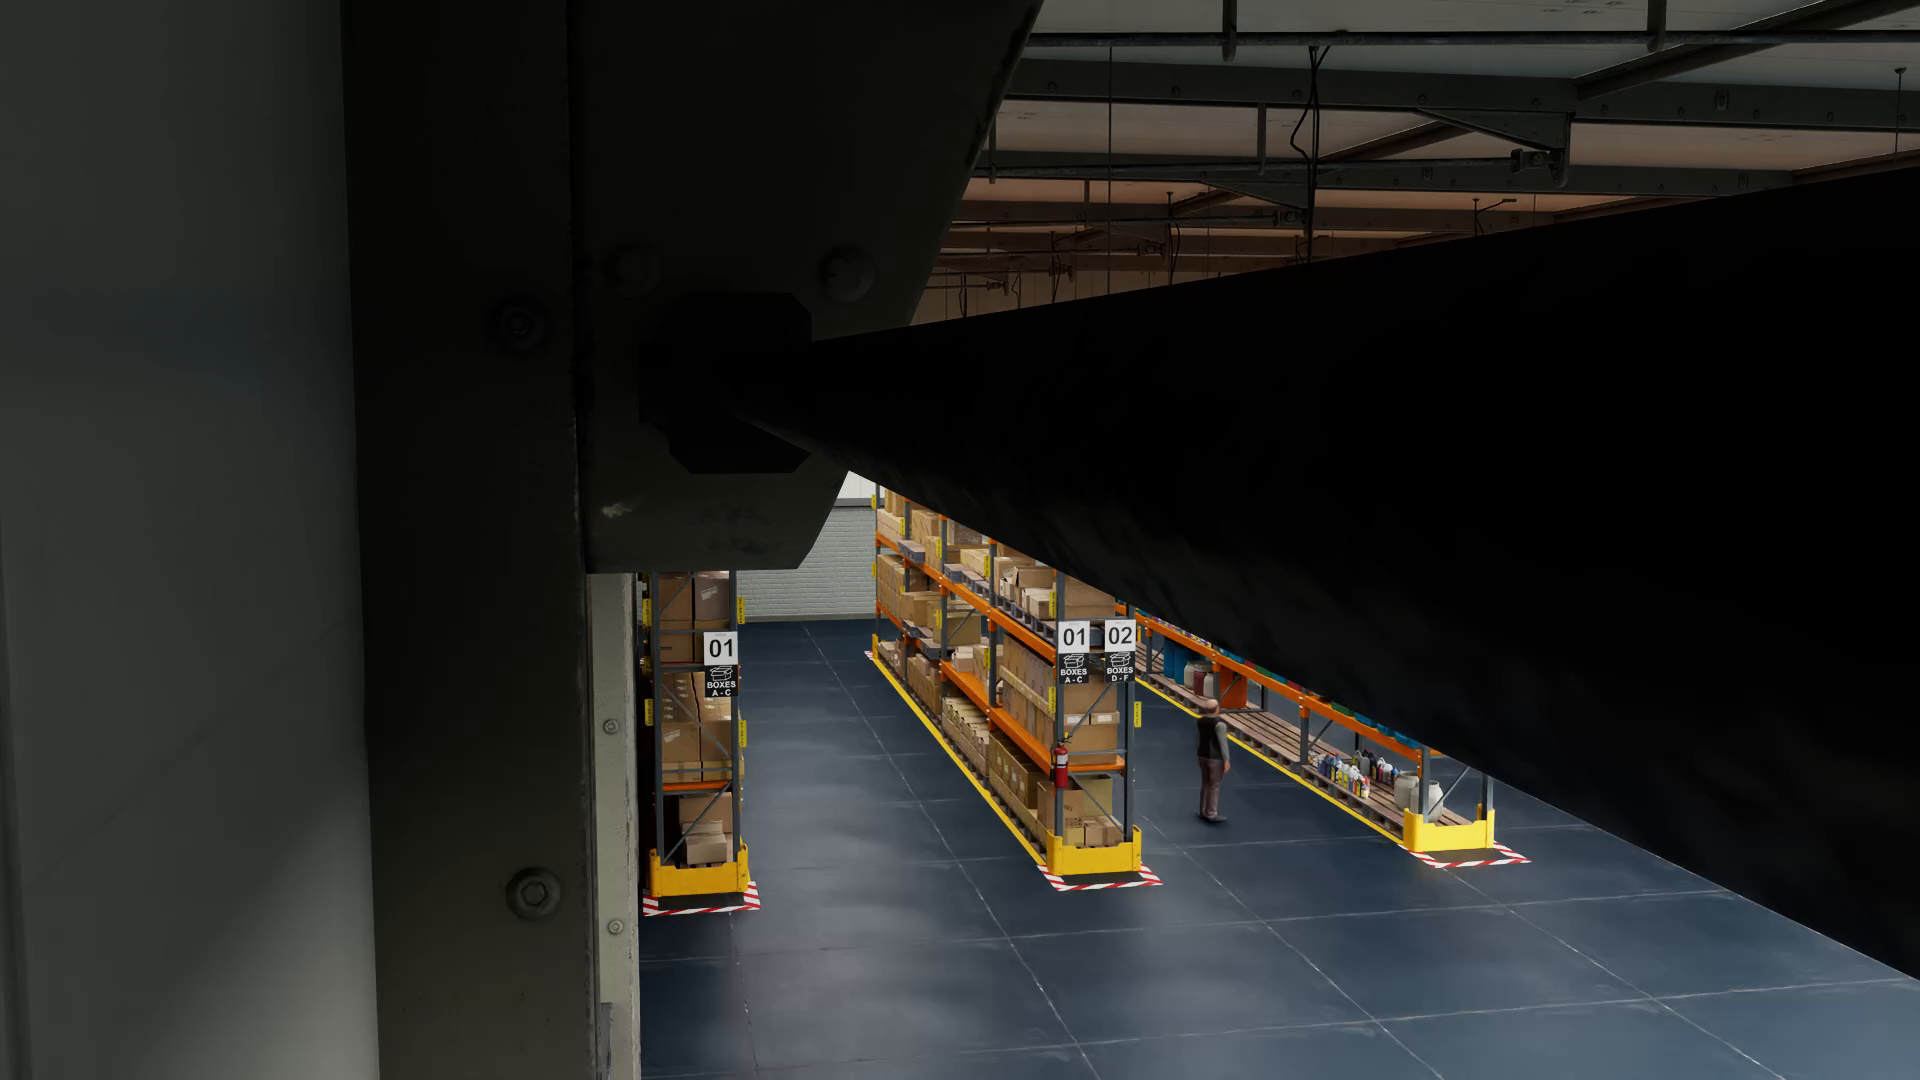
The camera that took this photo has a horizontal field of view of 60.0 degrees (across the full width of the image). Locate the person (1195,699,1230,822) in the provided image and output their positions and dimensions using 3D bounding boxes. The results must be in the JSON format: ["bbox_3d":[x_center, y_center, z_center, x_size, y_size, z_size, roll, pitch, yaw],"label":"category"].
[{"bbox_3d":[3.587,3.100,23.342,0.447,1.757,0.588,-4,7,-33],"label":"person"}]

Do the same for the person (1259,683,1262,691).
[{"bbox_3d":[5.975,2.173,32.852,0.426,1.560,0.667,-1,6,-14],"label":"person"}]
